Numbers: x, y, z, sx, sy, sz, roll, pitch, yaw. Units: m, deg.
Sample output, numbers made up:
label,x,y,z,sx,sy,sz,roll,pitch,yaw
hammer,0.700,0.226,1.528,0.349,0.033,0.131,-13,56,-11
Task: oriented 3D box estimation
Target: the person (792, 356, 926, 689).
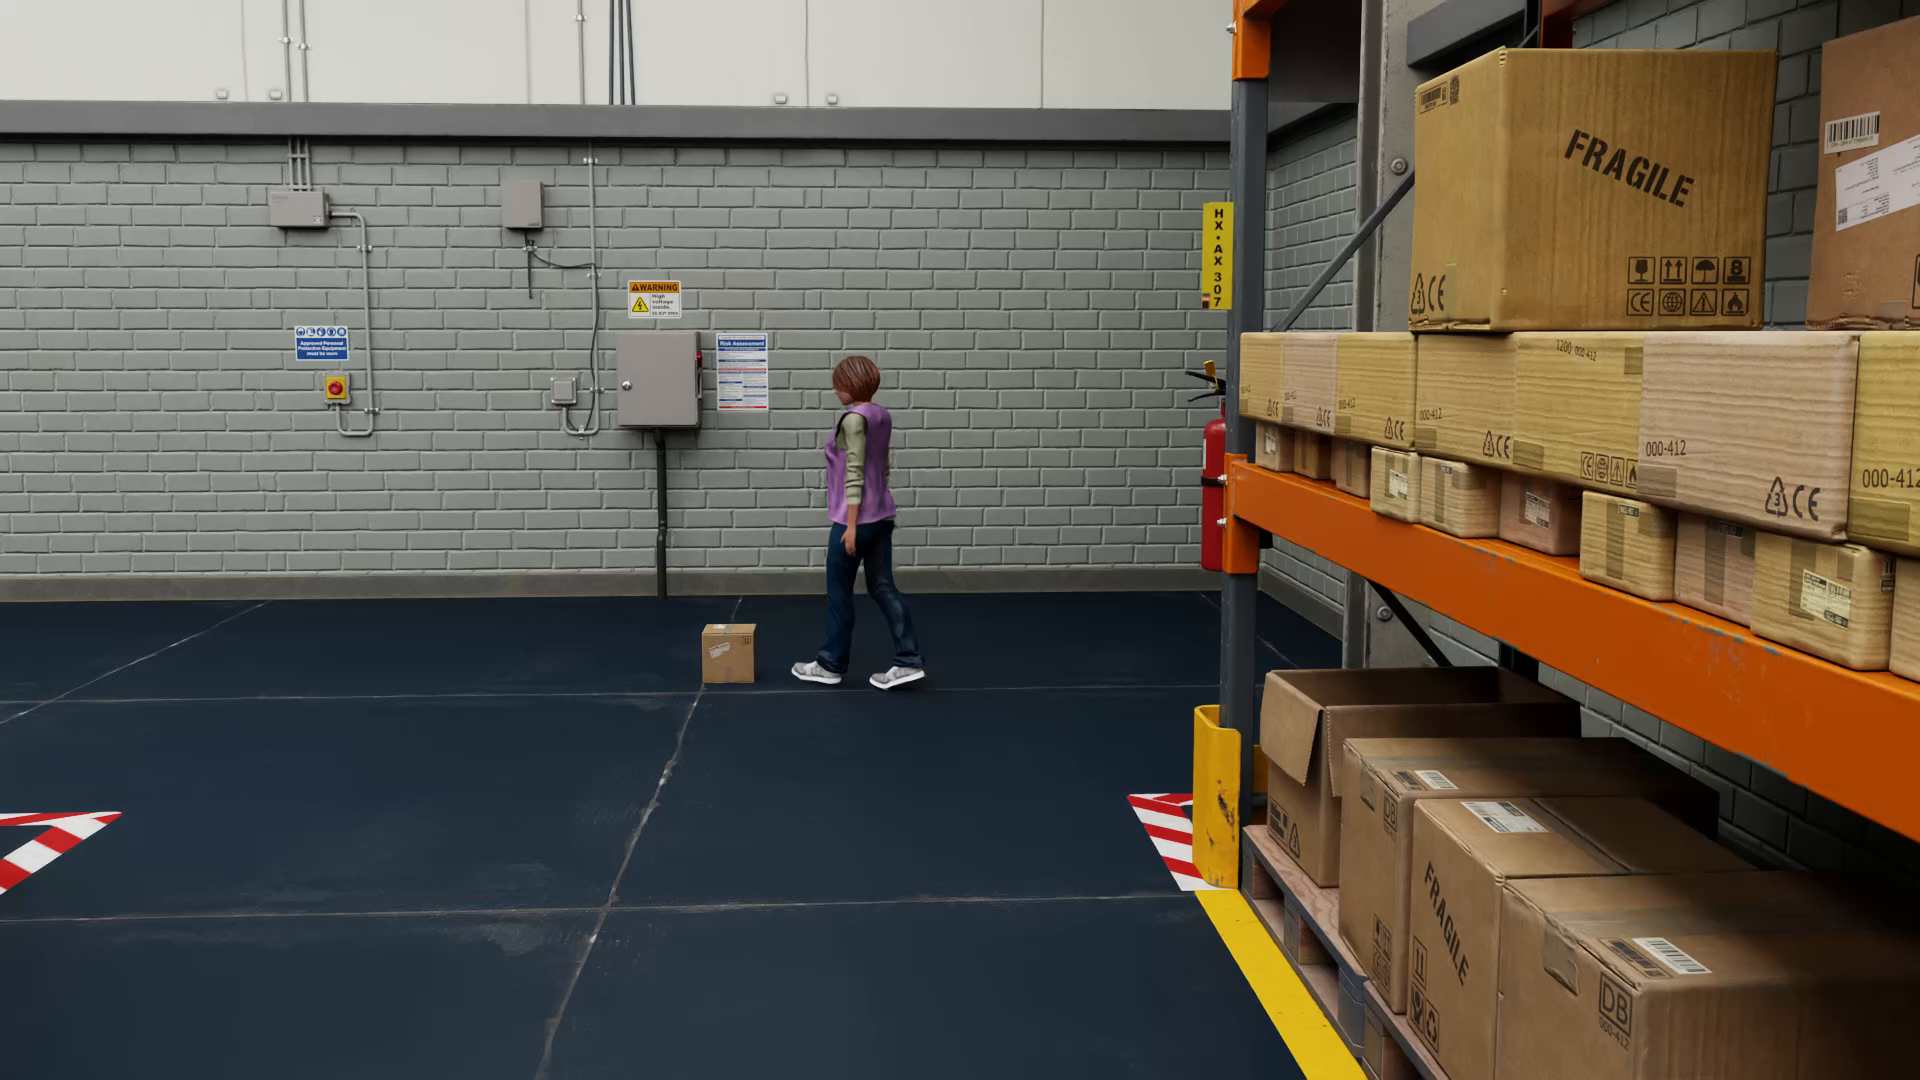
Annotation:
label,x,y,z,sx,sy,sz,roll,pitch,yaw
person,-0.504,-0.082,7.935,0.694,1.583,0.428,3,8,24
